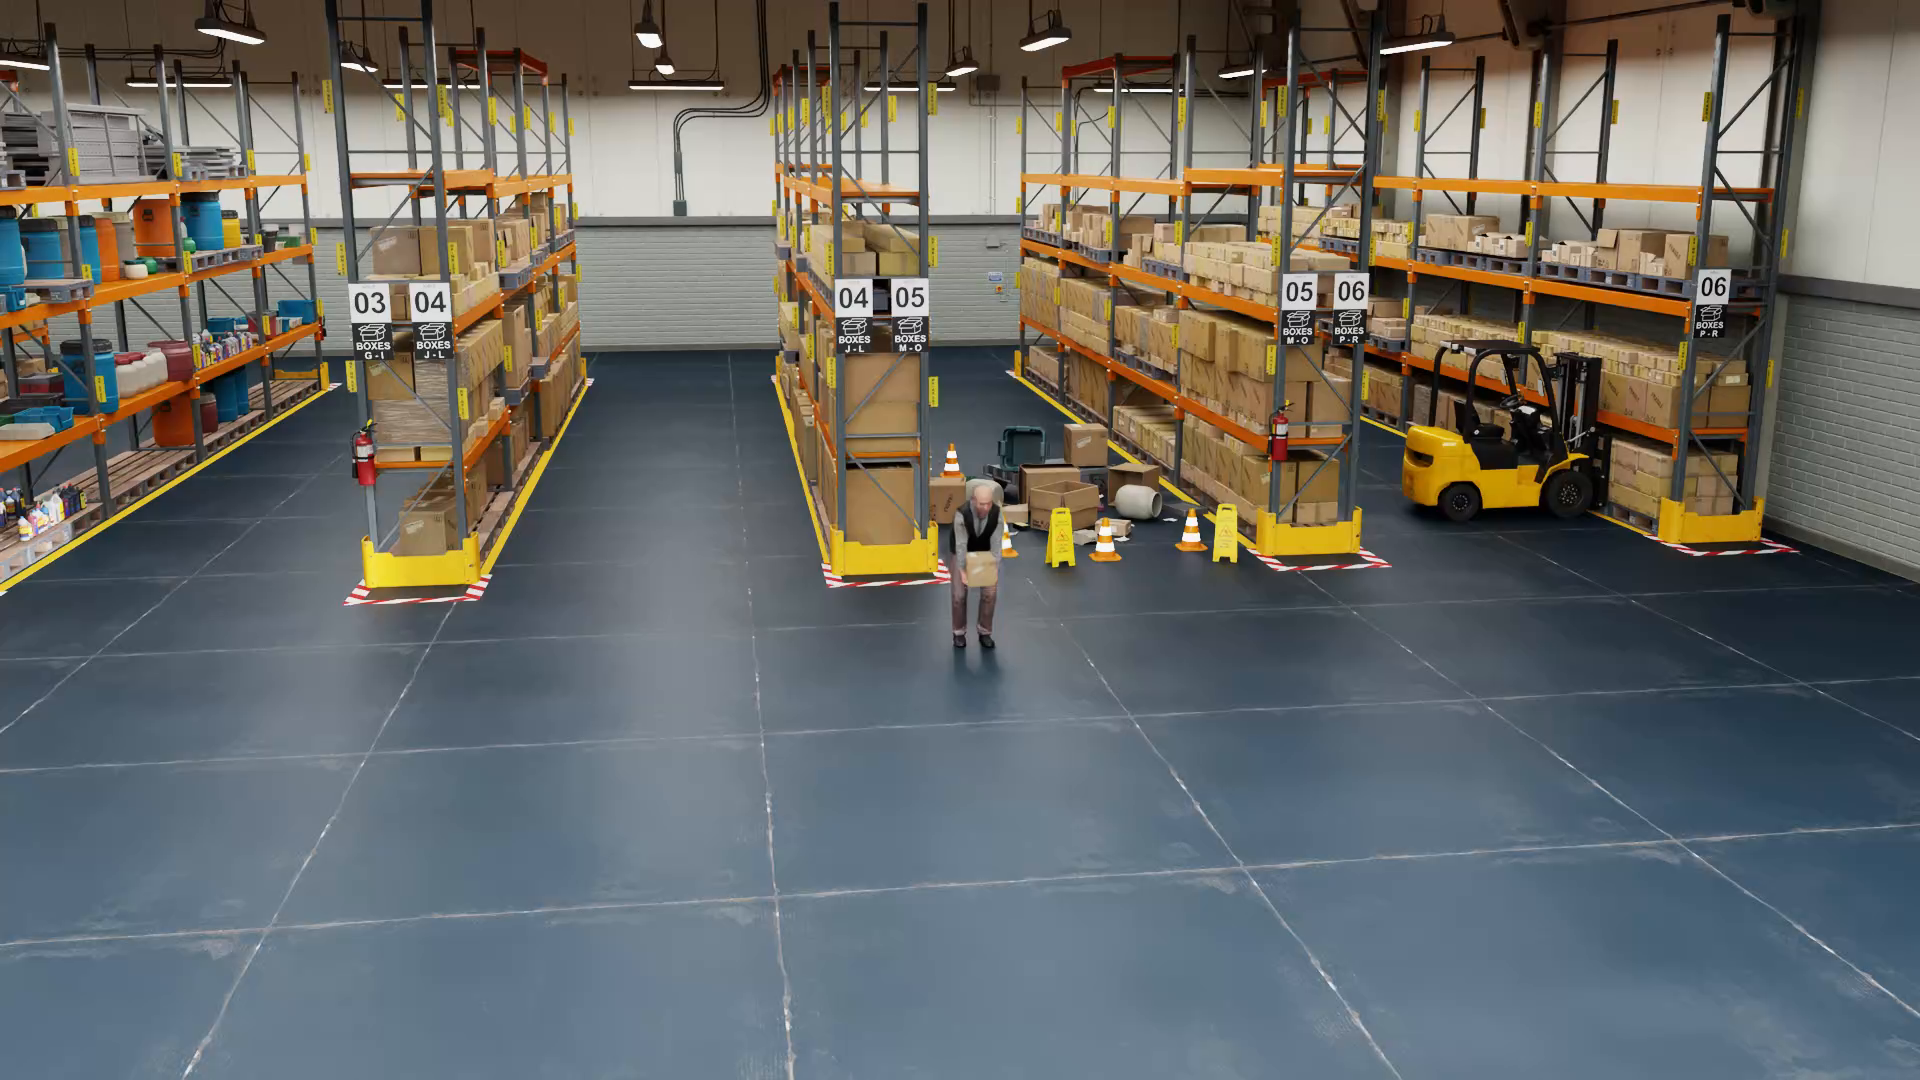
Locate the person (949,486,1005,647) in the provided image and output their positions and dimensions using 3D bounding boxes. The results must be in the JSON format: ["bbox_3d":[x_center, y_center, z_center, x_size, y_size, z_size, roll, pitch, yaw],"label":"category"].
[{"bbox_3d":[0.160,0.229,15.386,0.474,1.576,0.699,-2,13,-9],"label":"person"}]
